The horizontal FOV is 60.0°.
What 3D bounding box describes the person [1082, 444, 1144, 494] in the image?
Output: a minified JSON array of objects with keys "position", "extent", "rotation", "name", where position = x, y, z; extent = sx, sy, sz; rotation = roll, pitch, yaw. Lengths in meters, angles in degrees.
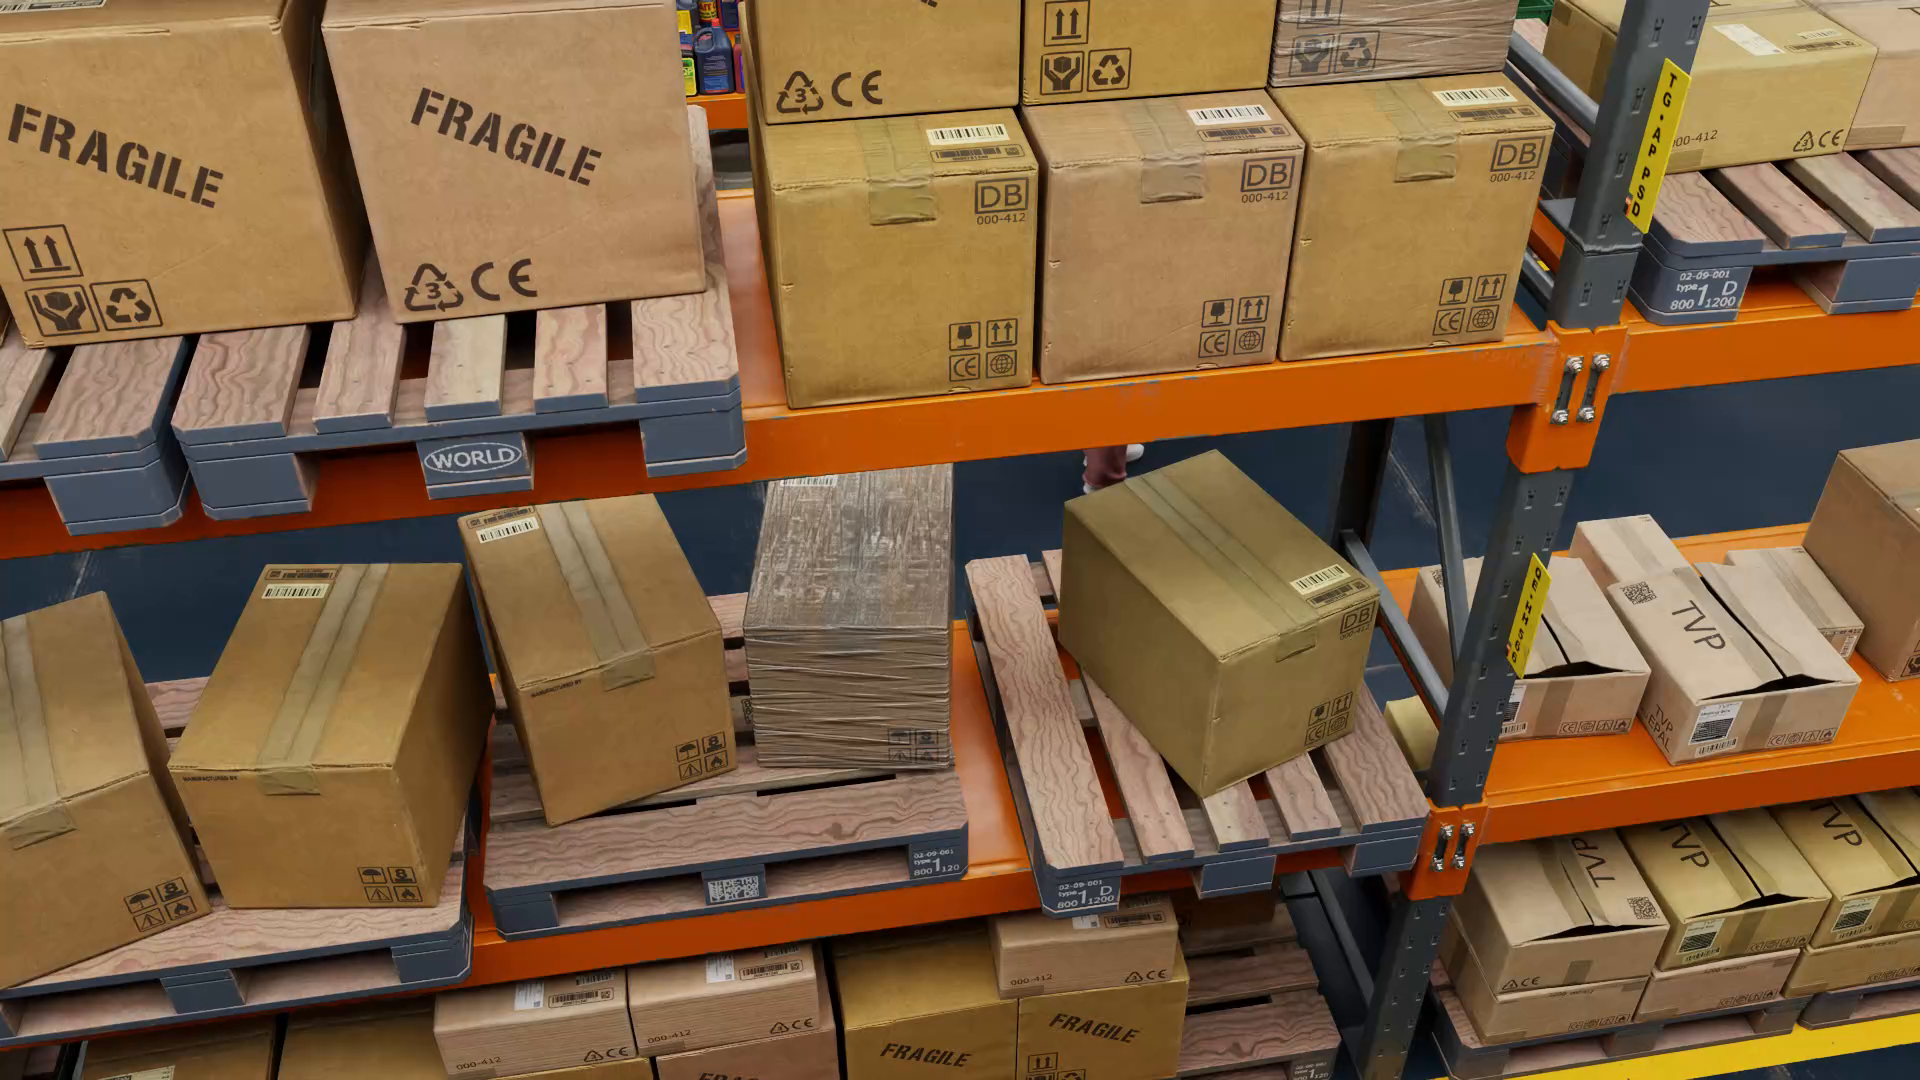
[{"position":[0.698,-0.978,7.369],"extent":[0.414,1.675,0.483],"rotation":[-7,39,-9],"name":"person"}]
